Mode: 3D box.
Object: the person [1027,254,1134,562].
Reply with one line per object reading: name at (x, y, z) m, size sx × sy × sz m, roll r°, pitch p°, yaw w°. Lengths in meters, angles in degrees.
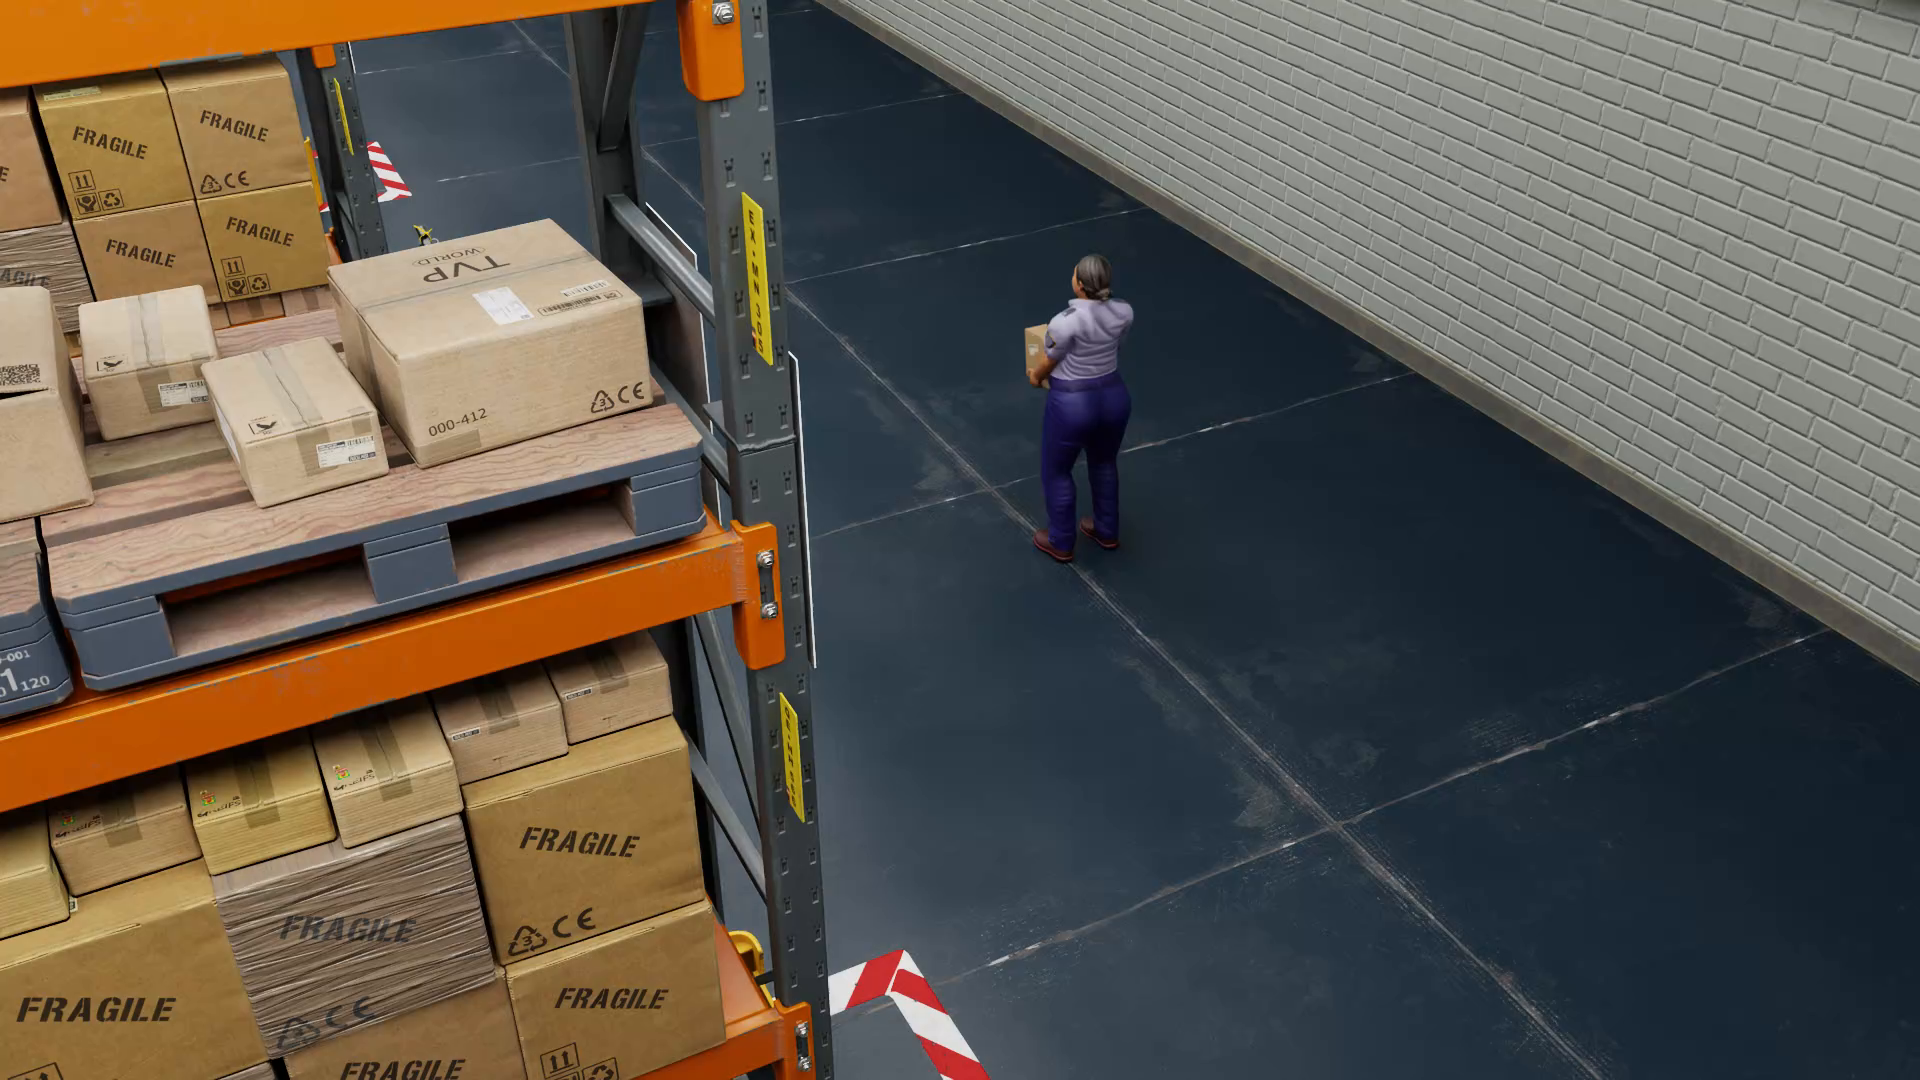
person at (0.573, -0.687, 8.223) m, size 0.449 × 1.630 × 0.522 m, roll -16°, pitch 36°, yaw -22°
